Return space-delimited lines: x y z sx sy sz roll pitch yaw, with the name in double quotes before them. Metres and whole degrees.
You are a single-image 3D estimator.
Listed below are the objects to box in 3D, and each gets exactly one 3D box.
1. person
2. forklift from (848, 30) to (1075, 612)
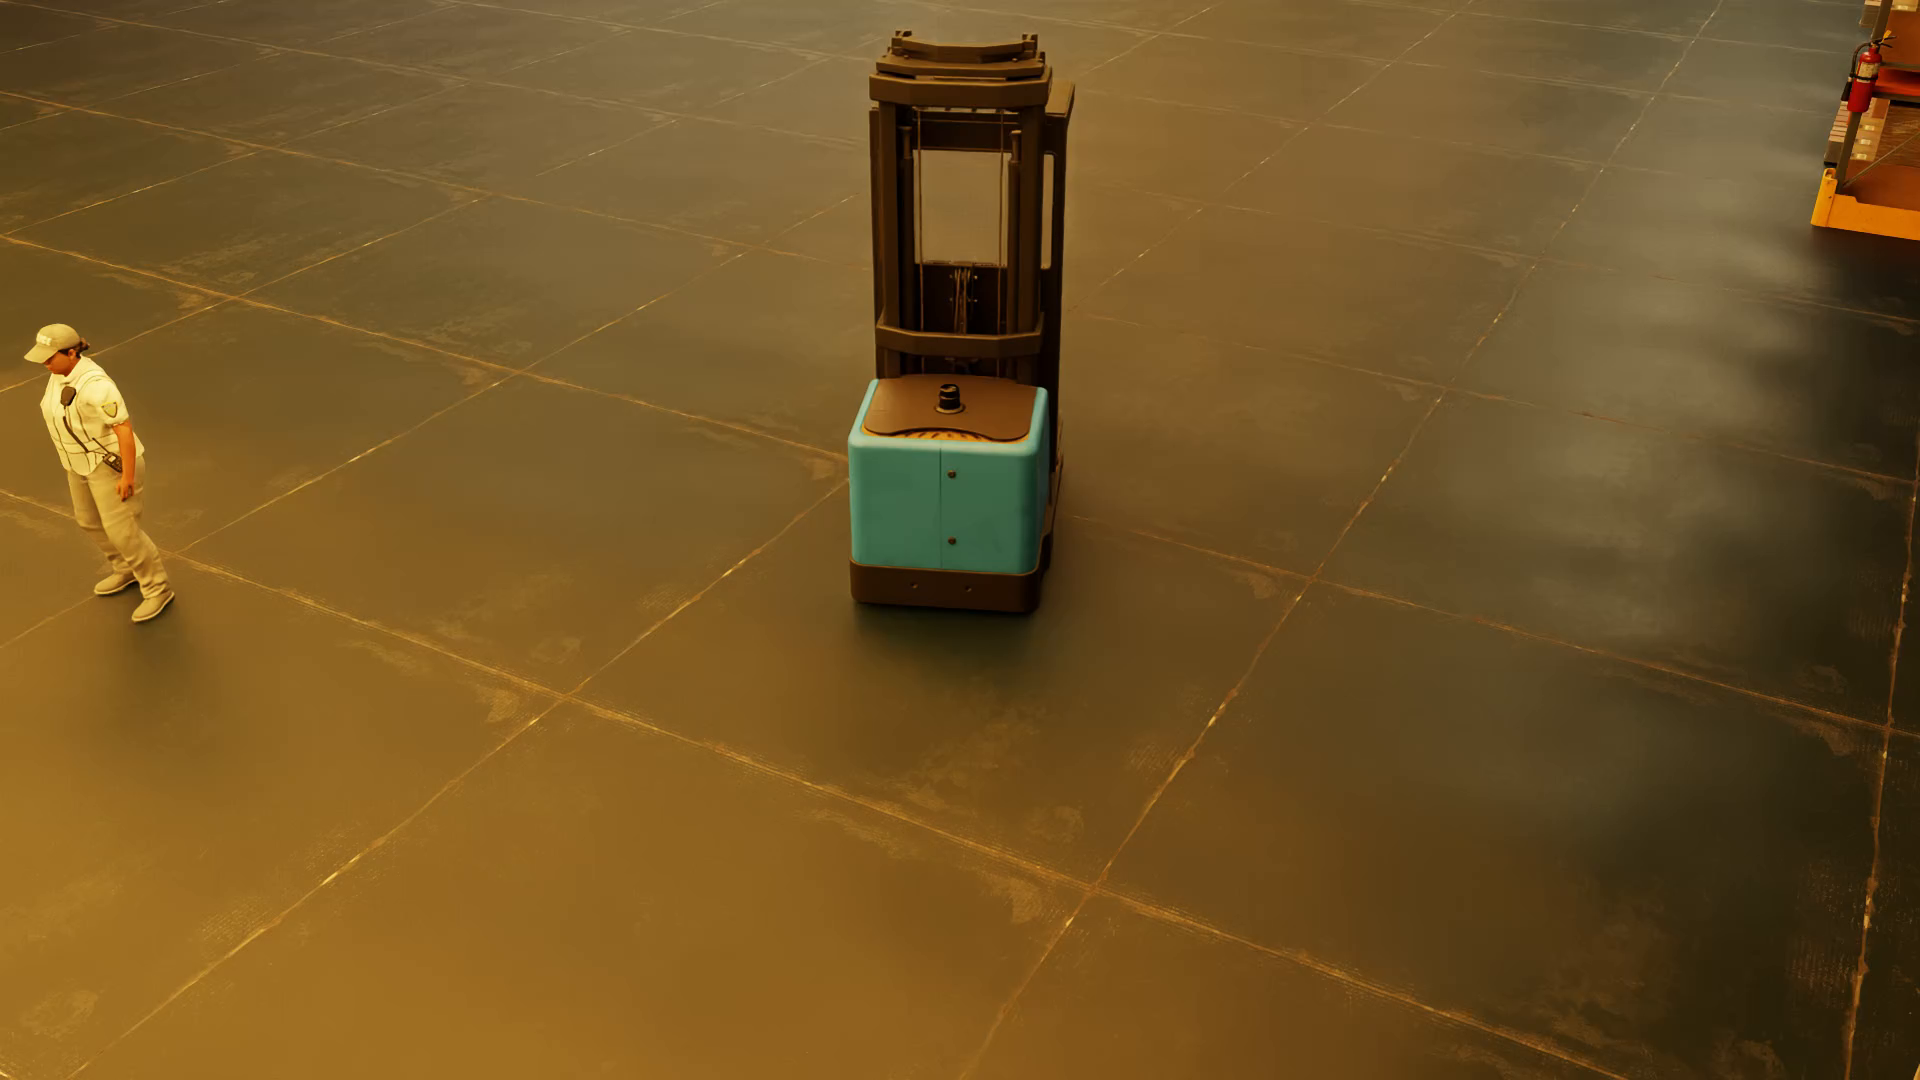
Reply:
"person" -4.667 -0.402 9.051 0.593 1.655 0.411 20 35 30
"forklift" 0.075 -1.584 9.815 1.130 2.935 3.031 3 30 6
